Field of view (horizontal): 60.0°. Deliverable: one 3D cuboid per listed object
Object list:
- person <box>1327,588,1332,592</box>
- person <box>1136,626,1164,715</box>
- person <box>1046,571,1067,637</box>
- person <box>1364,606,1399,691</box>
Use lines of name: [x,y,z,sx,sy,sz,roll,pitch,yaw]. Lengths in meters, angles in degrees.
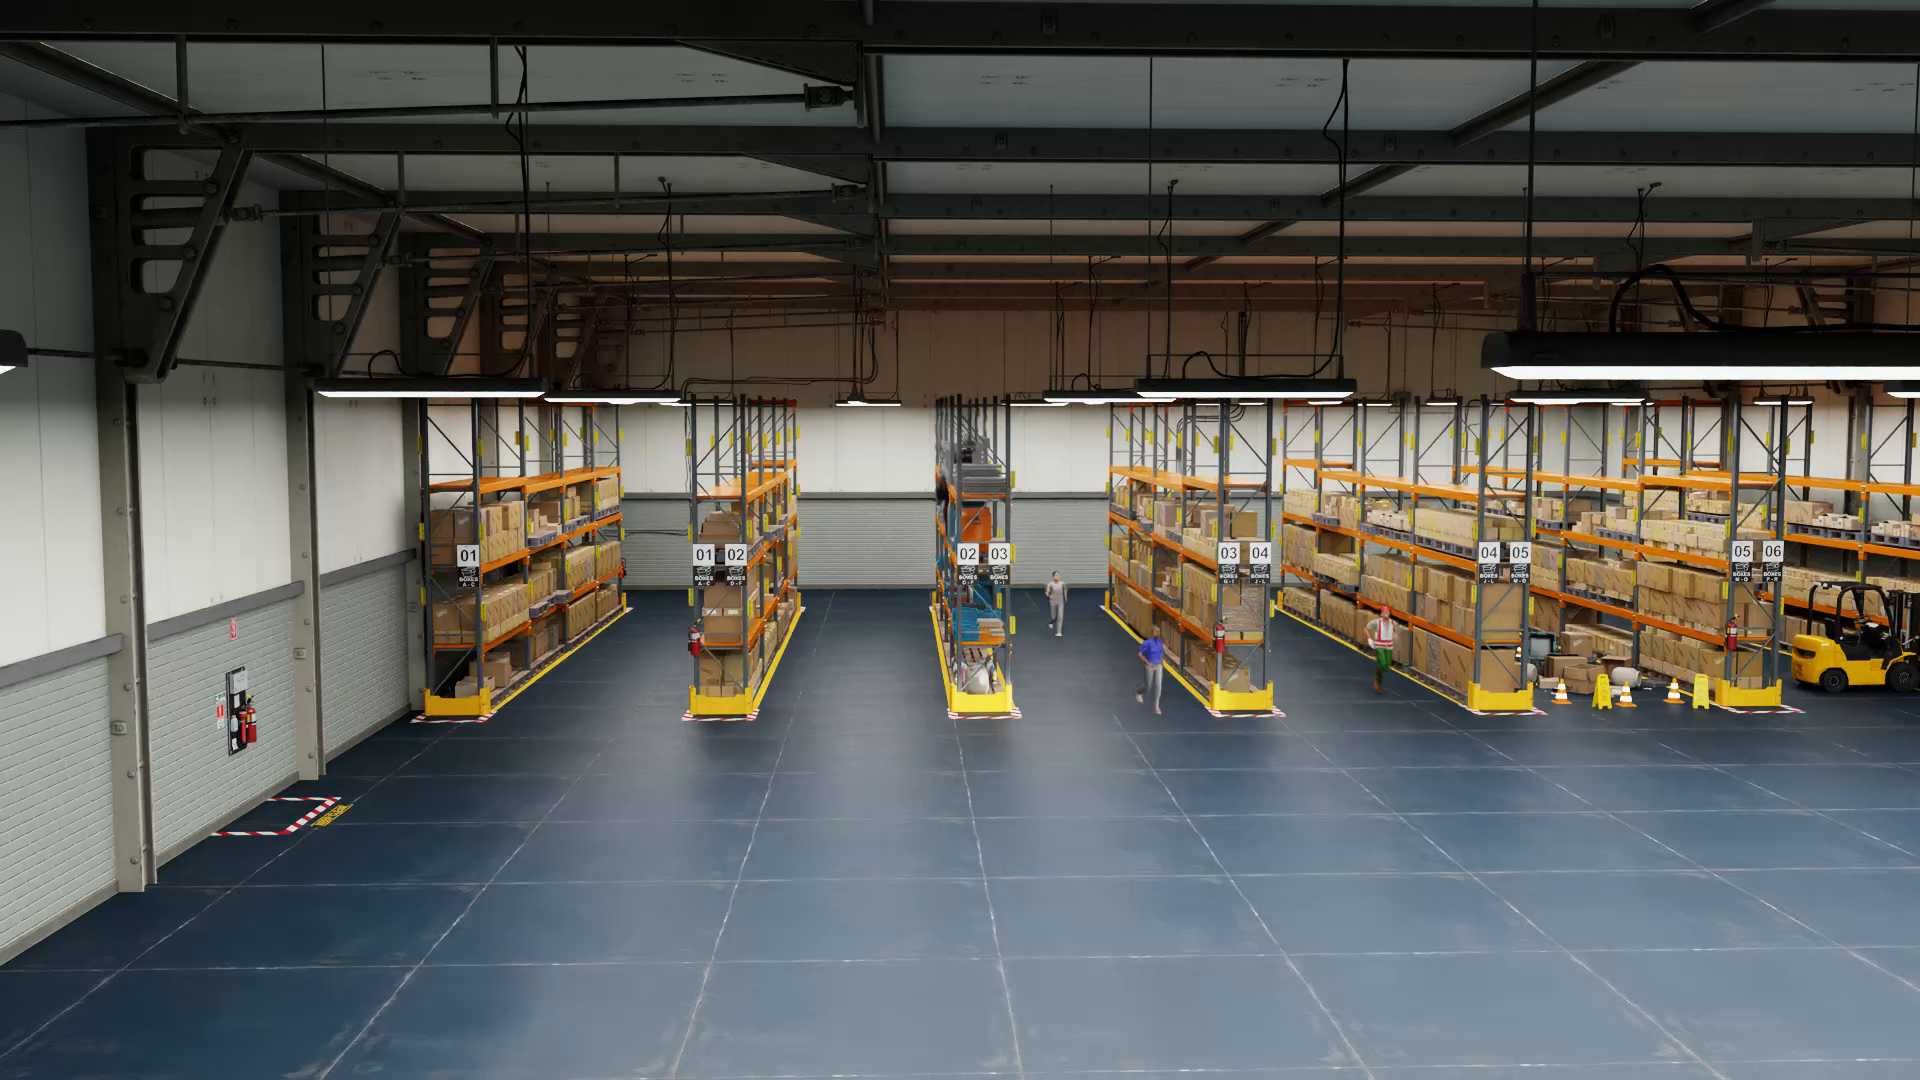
person: [11.035,0.954,49.006,0.984,1.752,0.706,-1,5,-10]
person: [3.637,2.439,31.568,0.602,1.644,0.857,-2,5,-27]
person: [2.455,1.602,42.041,0.583,1.635,0.894,-1,5,-11]
person: [8.560,2.189,33.569,0.648,1.736,0.700,-1,5,-13]
